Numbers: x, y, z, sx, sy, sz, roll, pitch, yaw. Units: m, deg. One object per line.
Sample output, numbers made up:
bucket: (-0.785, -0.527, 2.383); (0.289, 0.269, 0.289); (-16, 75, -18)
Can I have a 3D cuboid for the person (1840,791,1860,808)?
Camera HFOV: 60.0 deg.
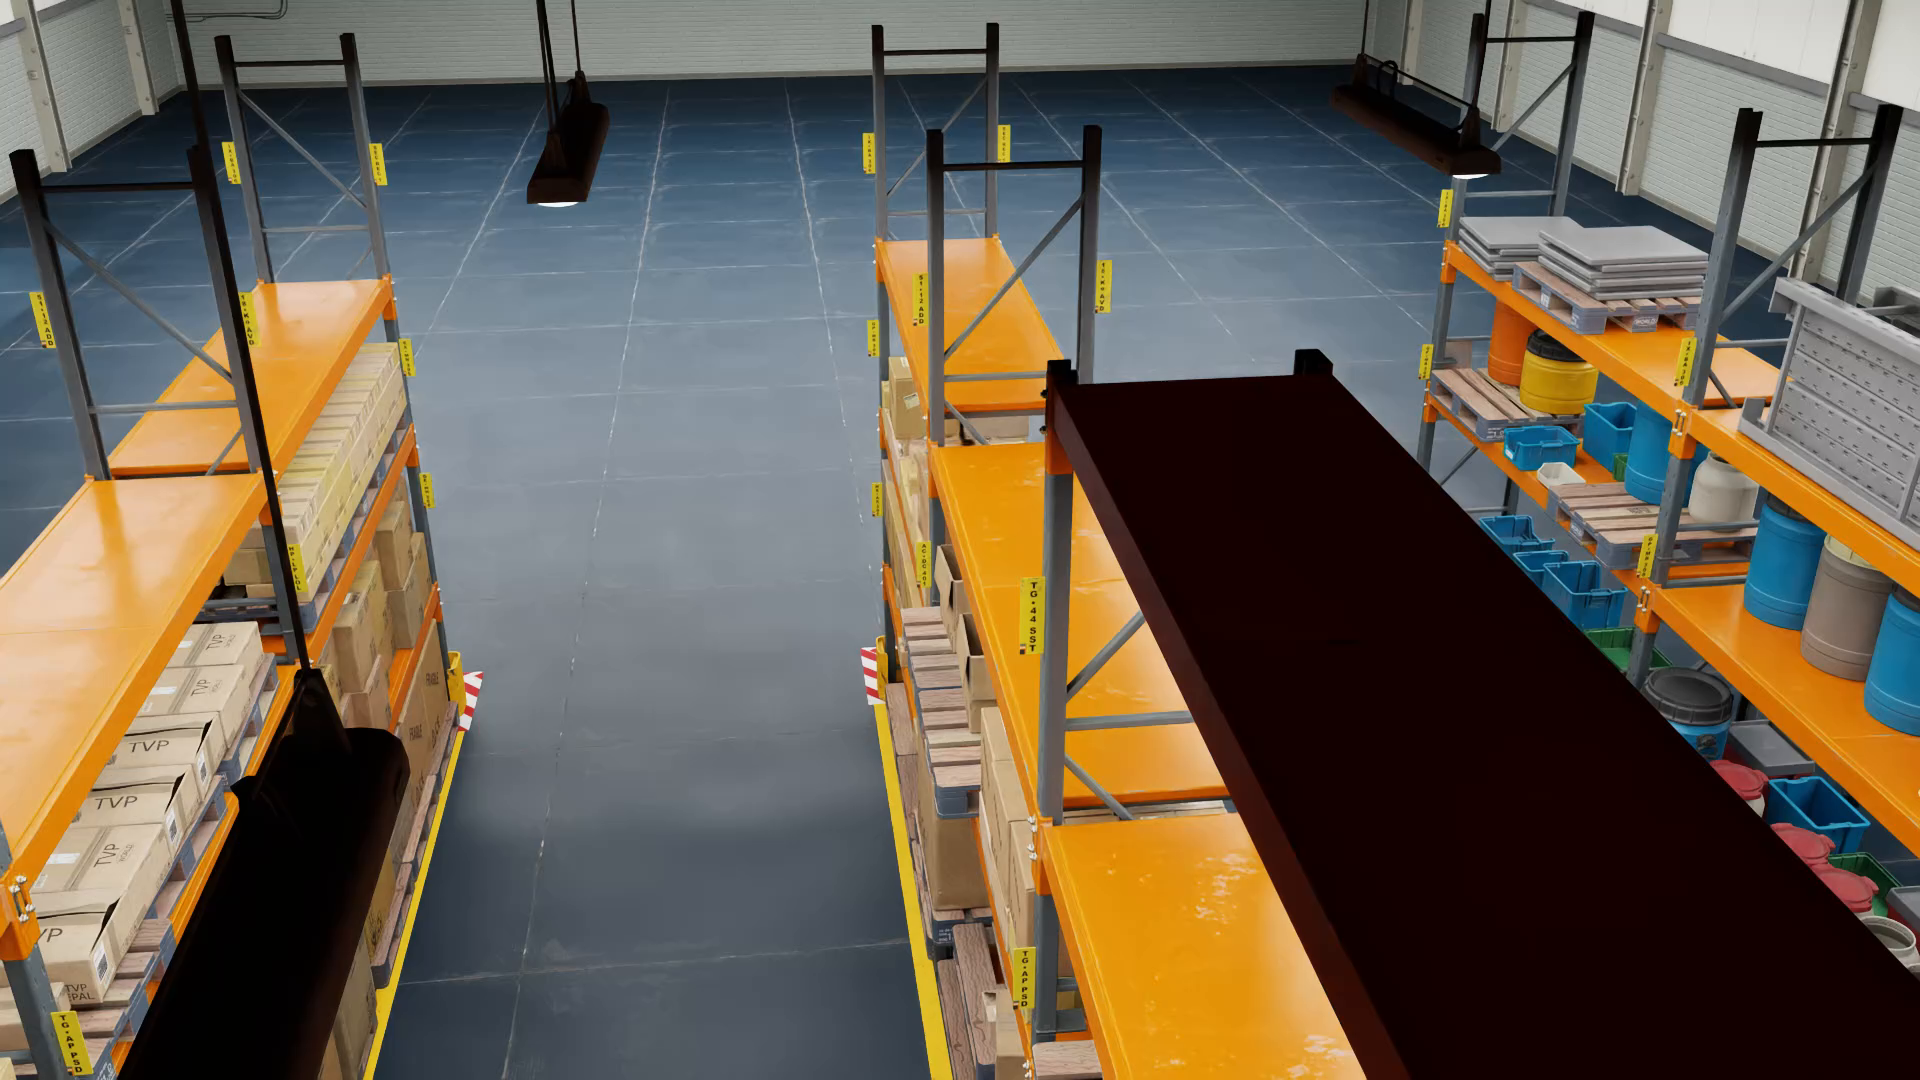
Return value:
person: (-0.504, 3.508, 6.929); (15.754, 3.469, 13.129); (0, 25, 0)
